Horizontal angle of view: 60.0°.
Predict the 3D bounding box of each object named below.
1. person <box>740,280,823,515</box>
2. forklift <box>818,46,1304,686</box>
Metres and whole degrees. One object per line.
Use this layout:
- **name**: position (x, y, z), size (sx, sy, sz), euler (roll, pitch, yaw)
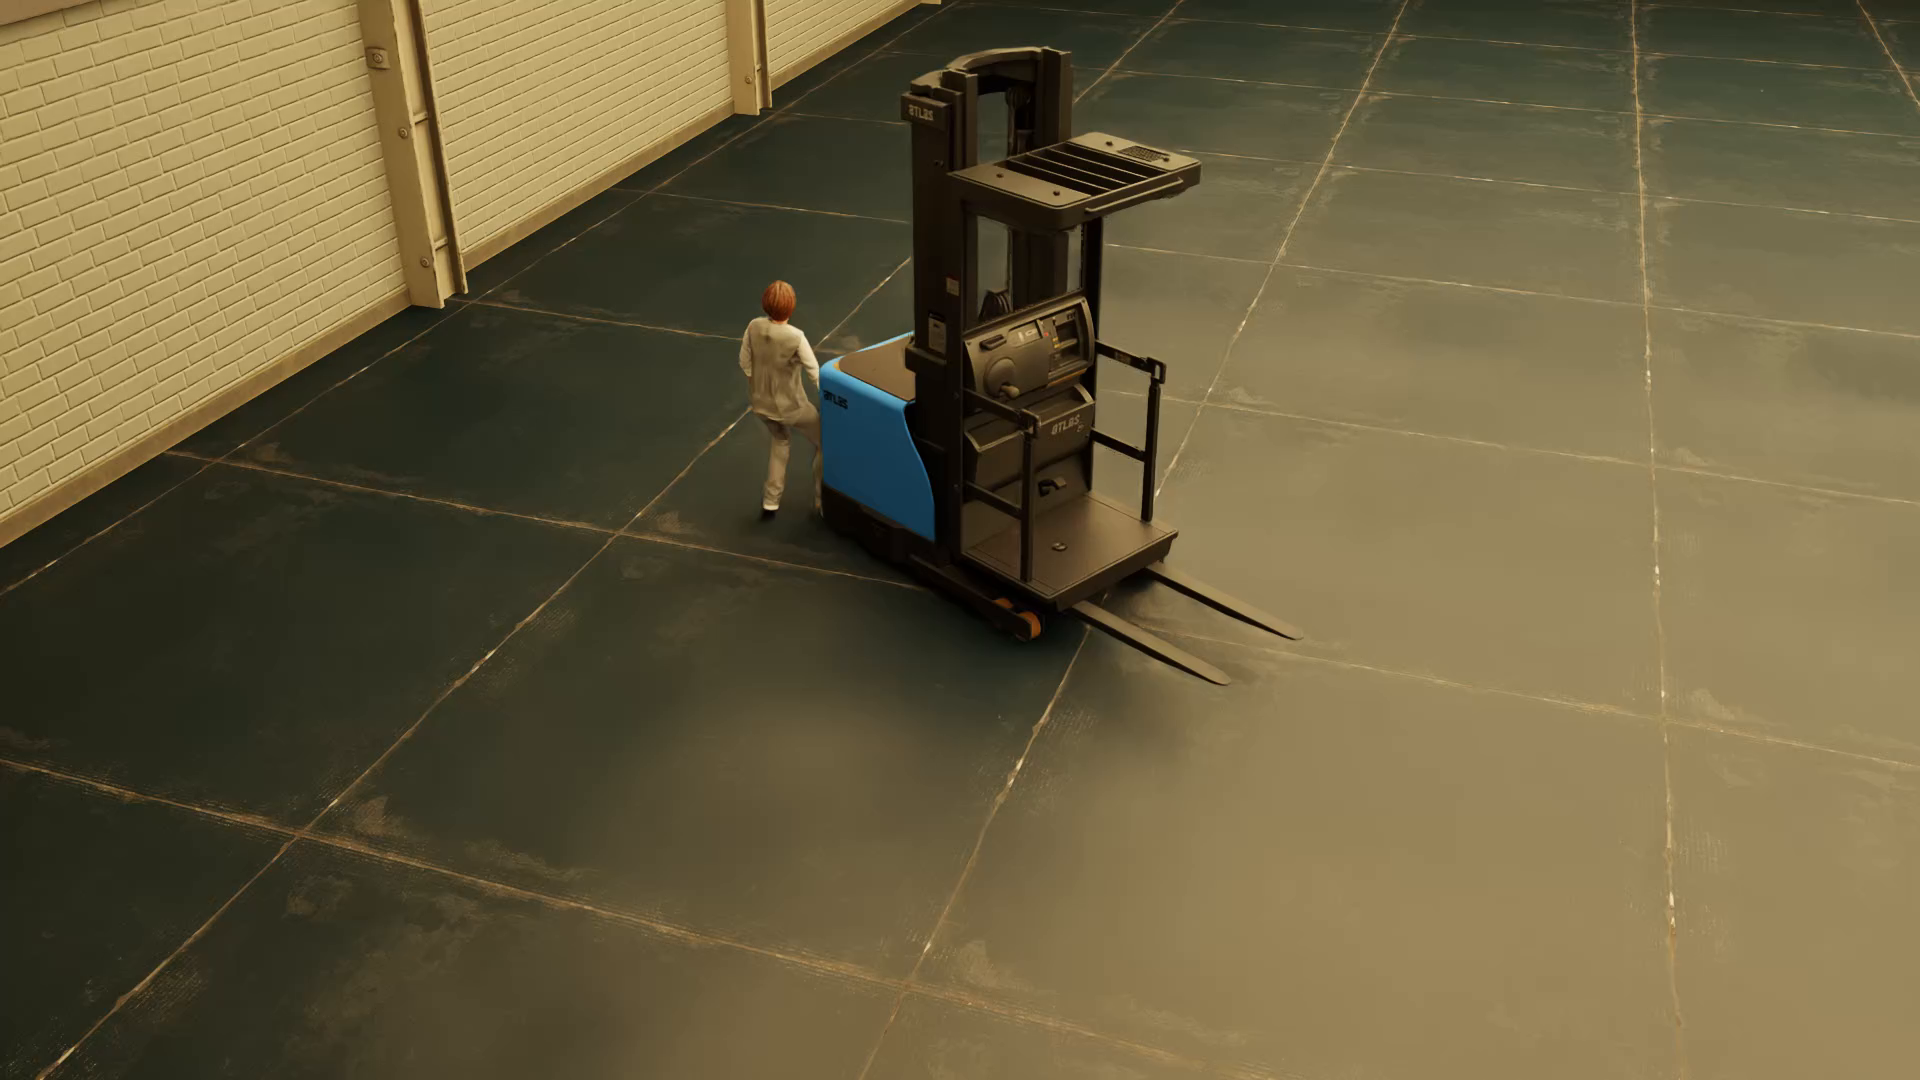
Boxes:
- **person**: position (-1.007, -0.865, 10.060), size (0.606, 1.530, 0.497), euler (16, 34, 26)
- **forklift**: position (0.532, -1.005, 8.899), size (1.130, 2.935, 3.031), euler (-25, 38, -37)
